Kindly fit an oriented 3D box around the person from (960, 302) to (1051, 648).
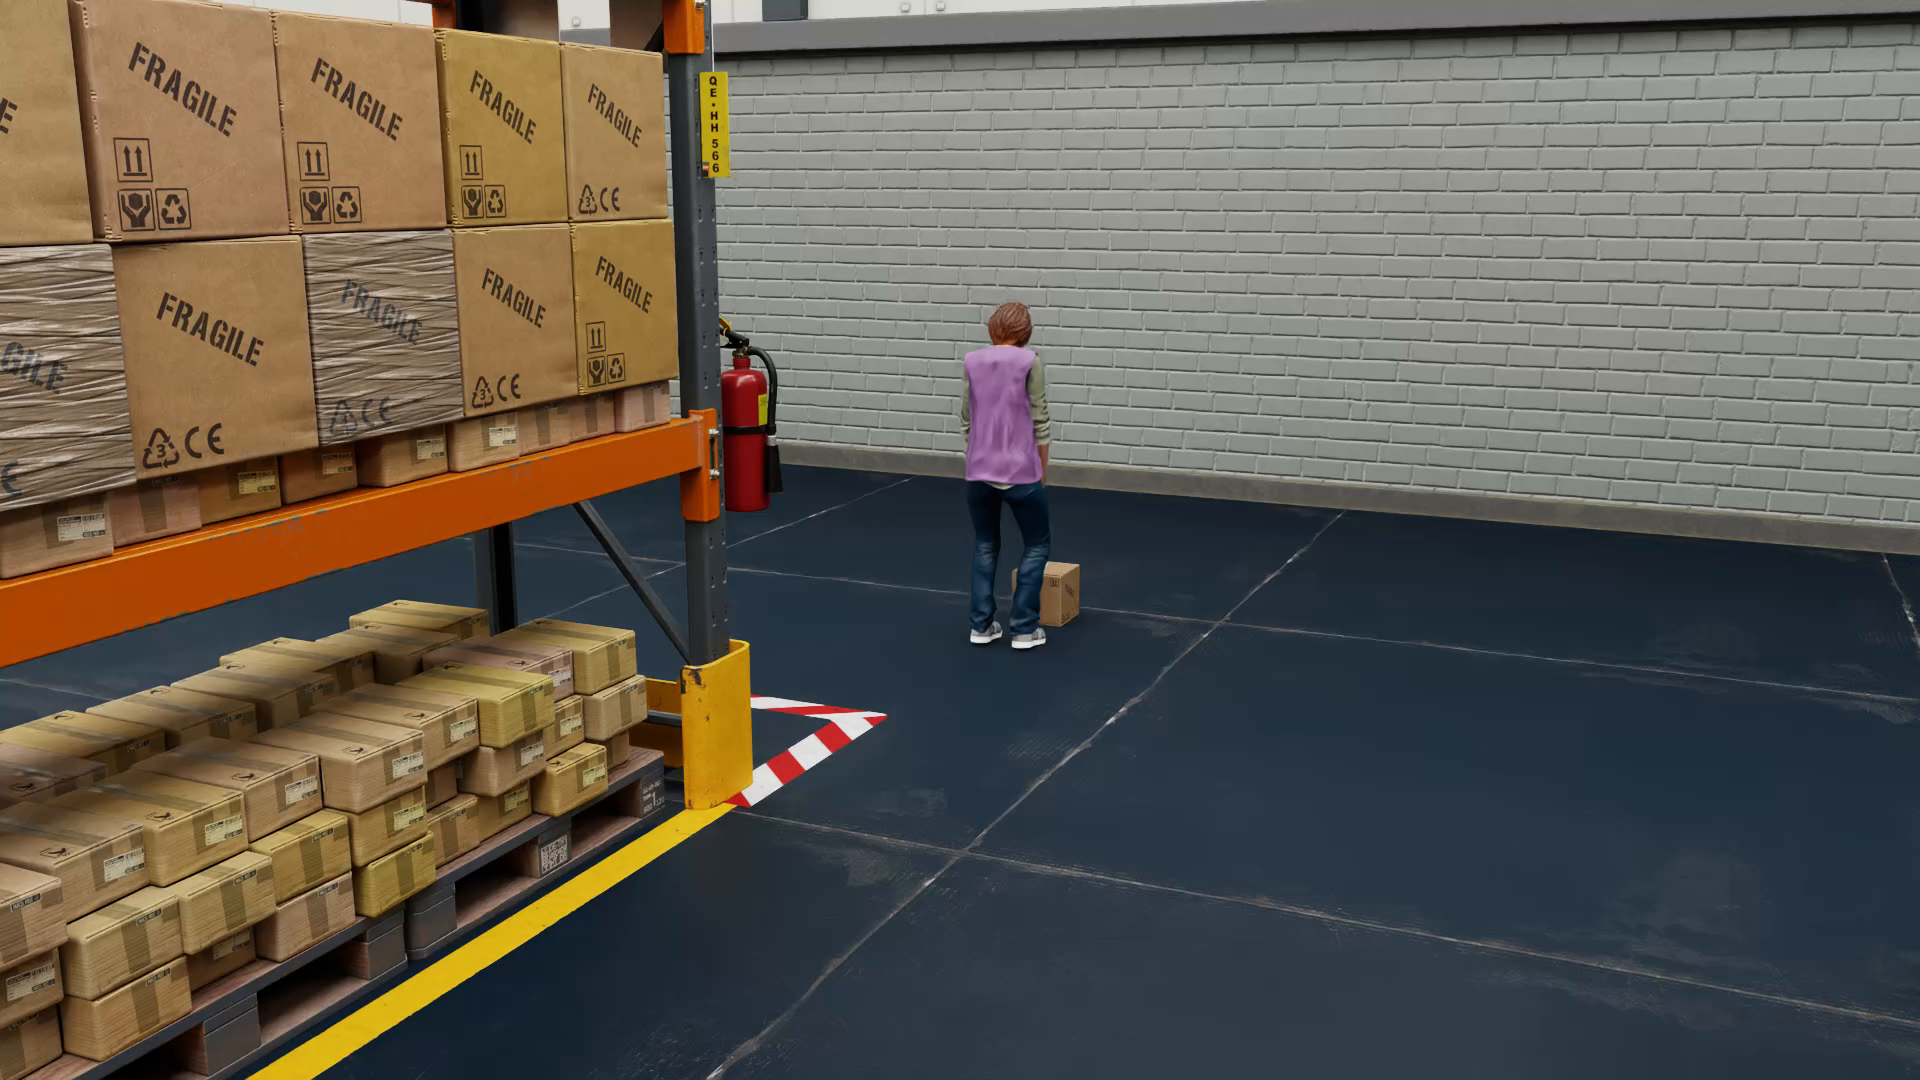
[{"bbox_3d":[0.191,-0.281,7.423,0.433,1.538,0.418,6,14,25],"label":"person"}]
